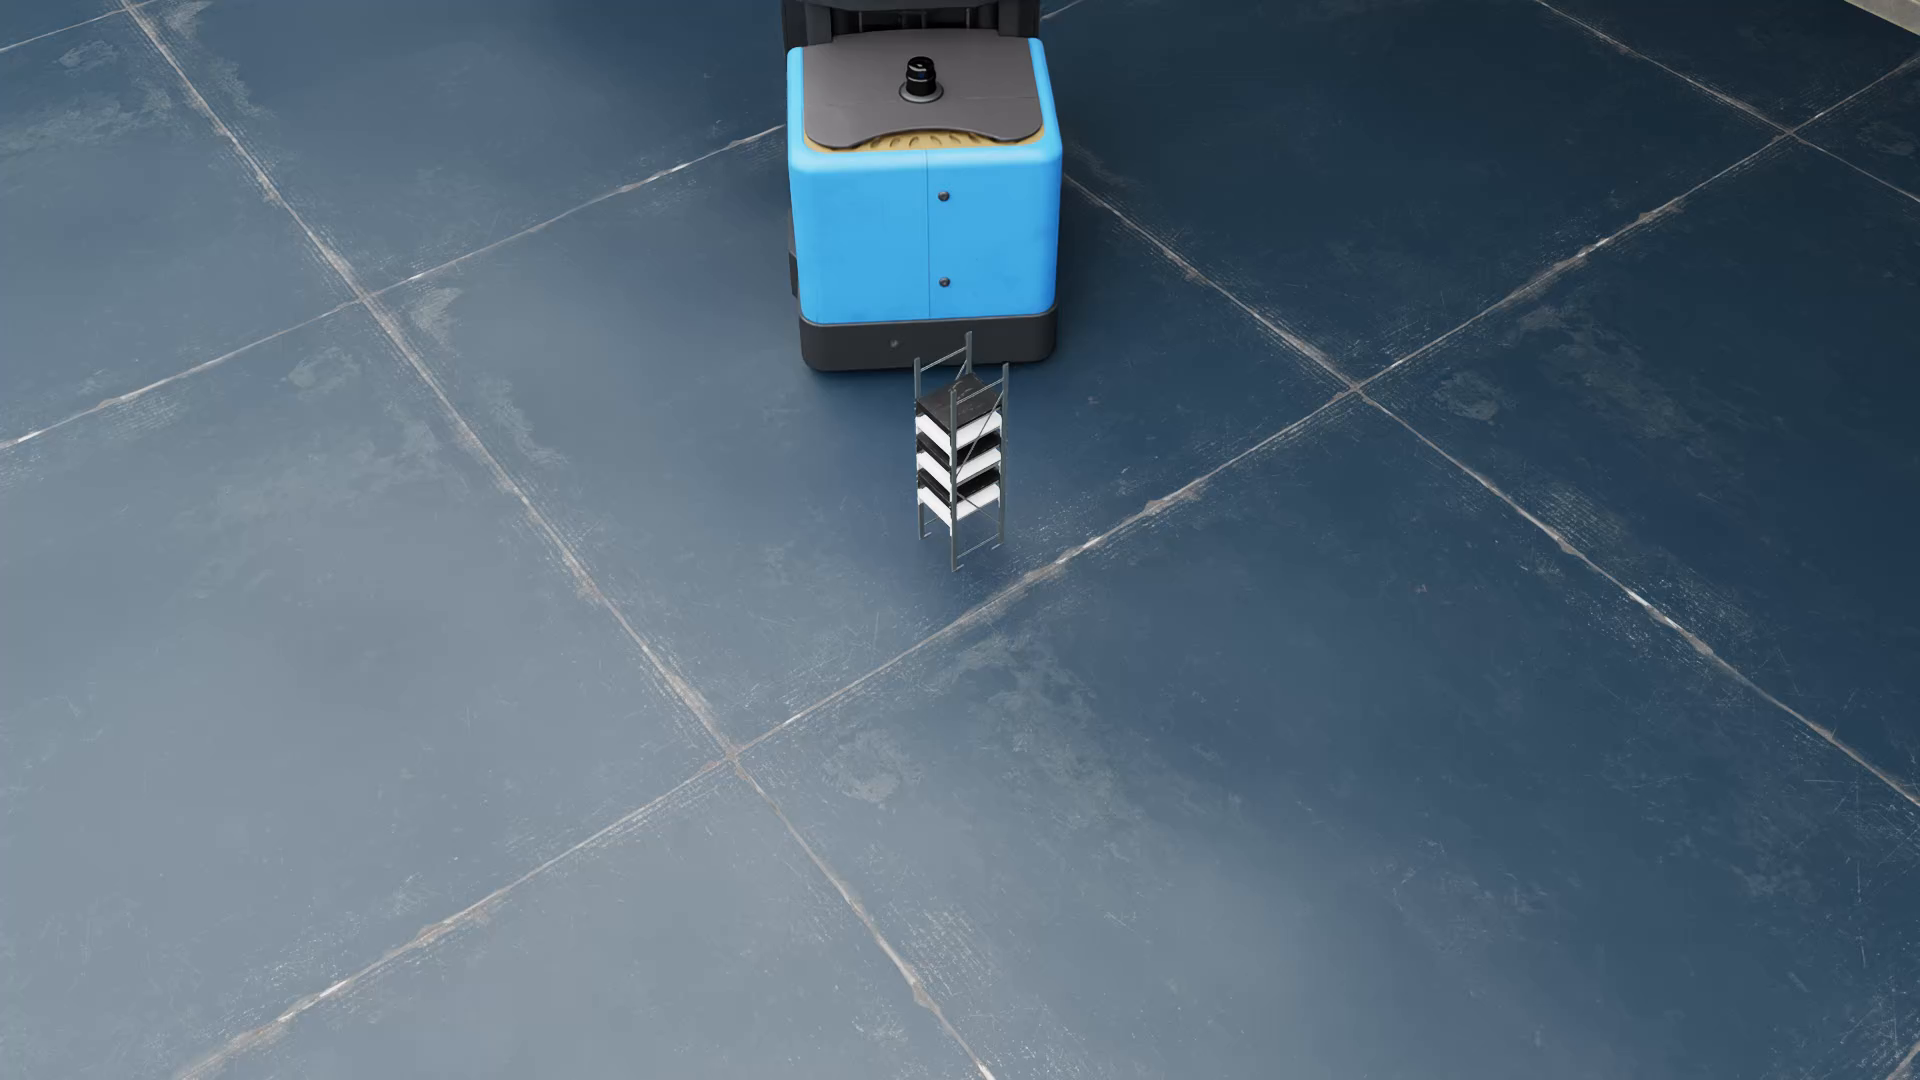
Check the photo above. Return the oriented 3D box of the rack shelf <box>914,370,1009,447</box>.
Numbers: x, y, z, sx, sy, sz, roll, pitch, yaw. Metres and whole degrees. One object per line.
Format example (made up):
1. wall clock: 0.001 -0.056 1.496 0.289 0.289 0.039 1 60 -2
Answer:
1. rack shelf: 0.005 -0.456 5.737 0.258 0.077 0.200 -29 54 -24

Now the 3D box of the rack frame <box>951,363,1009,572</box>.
1. rack frame: 0.066 -0.238 5.858 0.240 0.900 0.006 -29 54 -24

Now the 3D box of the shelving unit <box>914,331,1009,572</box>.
1. shelving unit: 0.005 -0.297 5.912 0.258 0.900 0.210 -29 54 -24

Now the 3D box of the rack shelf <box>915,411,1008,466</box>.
1. rack shelf: 0.005 -0.396 5.804 0.258 0.077 0.200 -29 54 -24

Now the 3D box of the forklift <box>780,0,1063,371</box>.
1. forklift: -0.227 -2.765 6.778 1.130 2.935 3.031 -3 48 -3

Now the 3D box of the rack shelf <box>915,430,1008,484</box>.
1. rack shelf: 0.005 -0.336 5.870 0.258 0.077 0.200 -29 54 -24

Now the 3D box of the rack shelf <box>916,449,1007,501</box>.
1. rack shelf: 0.005 -0.275 5.937 0.258 0.077 0.200 -29 54 -24

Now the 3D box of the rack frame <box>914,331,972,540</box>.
1. rack frame: -0.057 -0.357 5.967 0.240 0.900 0.006 -29 54 -24

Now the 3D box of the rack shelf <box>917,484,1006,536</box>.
1. rack shelf: 0.005 -0.154 6.070 0.258 0.077 0.200 -29 54 -24

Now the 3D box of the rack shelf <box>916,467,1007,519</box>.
1. rack shelf: 0.005 -0.215 6.004 0.258 0.077 0.200 -29 54 -24
